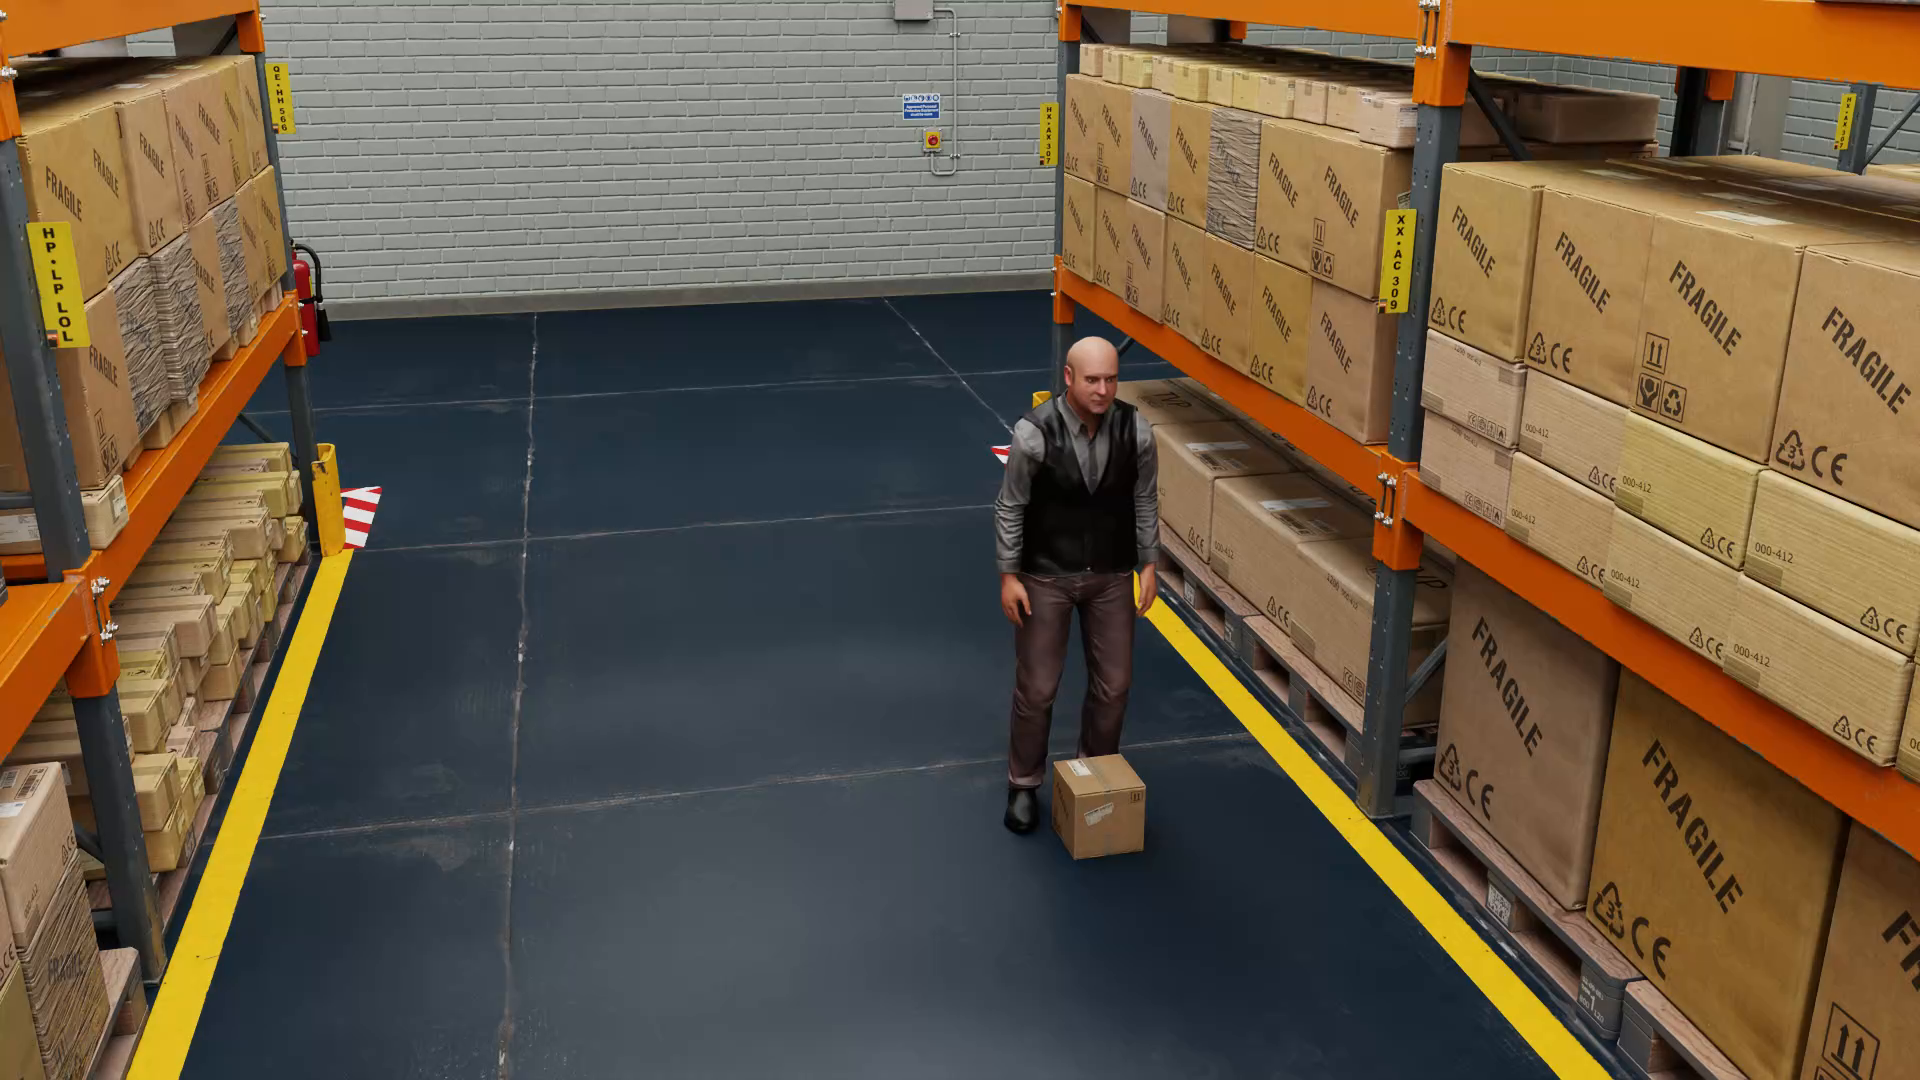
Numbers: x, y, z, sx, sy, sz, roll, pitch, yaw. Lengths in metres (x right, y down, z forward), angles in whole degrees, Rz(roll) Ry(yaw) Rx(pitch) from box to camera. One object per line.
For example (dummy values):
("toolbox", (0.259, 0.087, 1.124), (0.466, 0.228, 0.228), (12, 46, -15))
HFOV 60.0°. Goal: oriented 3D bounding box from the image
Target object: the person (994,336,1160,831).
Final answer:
("person", (0.405, 0.140, 5.709), (0.580, 1.722, 0.368), (-4, 20, -12))
